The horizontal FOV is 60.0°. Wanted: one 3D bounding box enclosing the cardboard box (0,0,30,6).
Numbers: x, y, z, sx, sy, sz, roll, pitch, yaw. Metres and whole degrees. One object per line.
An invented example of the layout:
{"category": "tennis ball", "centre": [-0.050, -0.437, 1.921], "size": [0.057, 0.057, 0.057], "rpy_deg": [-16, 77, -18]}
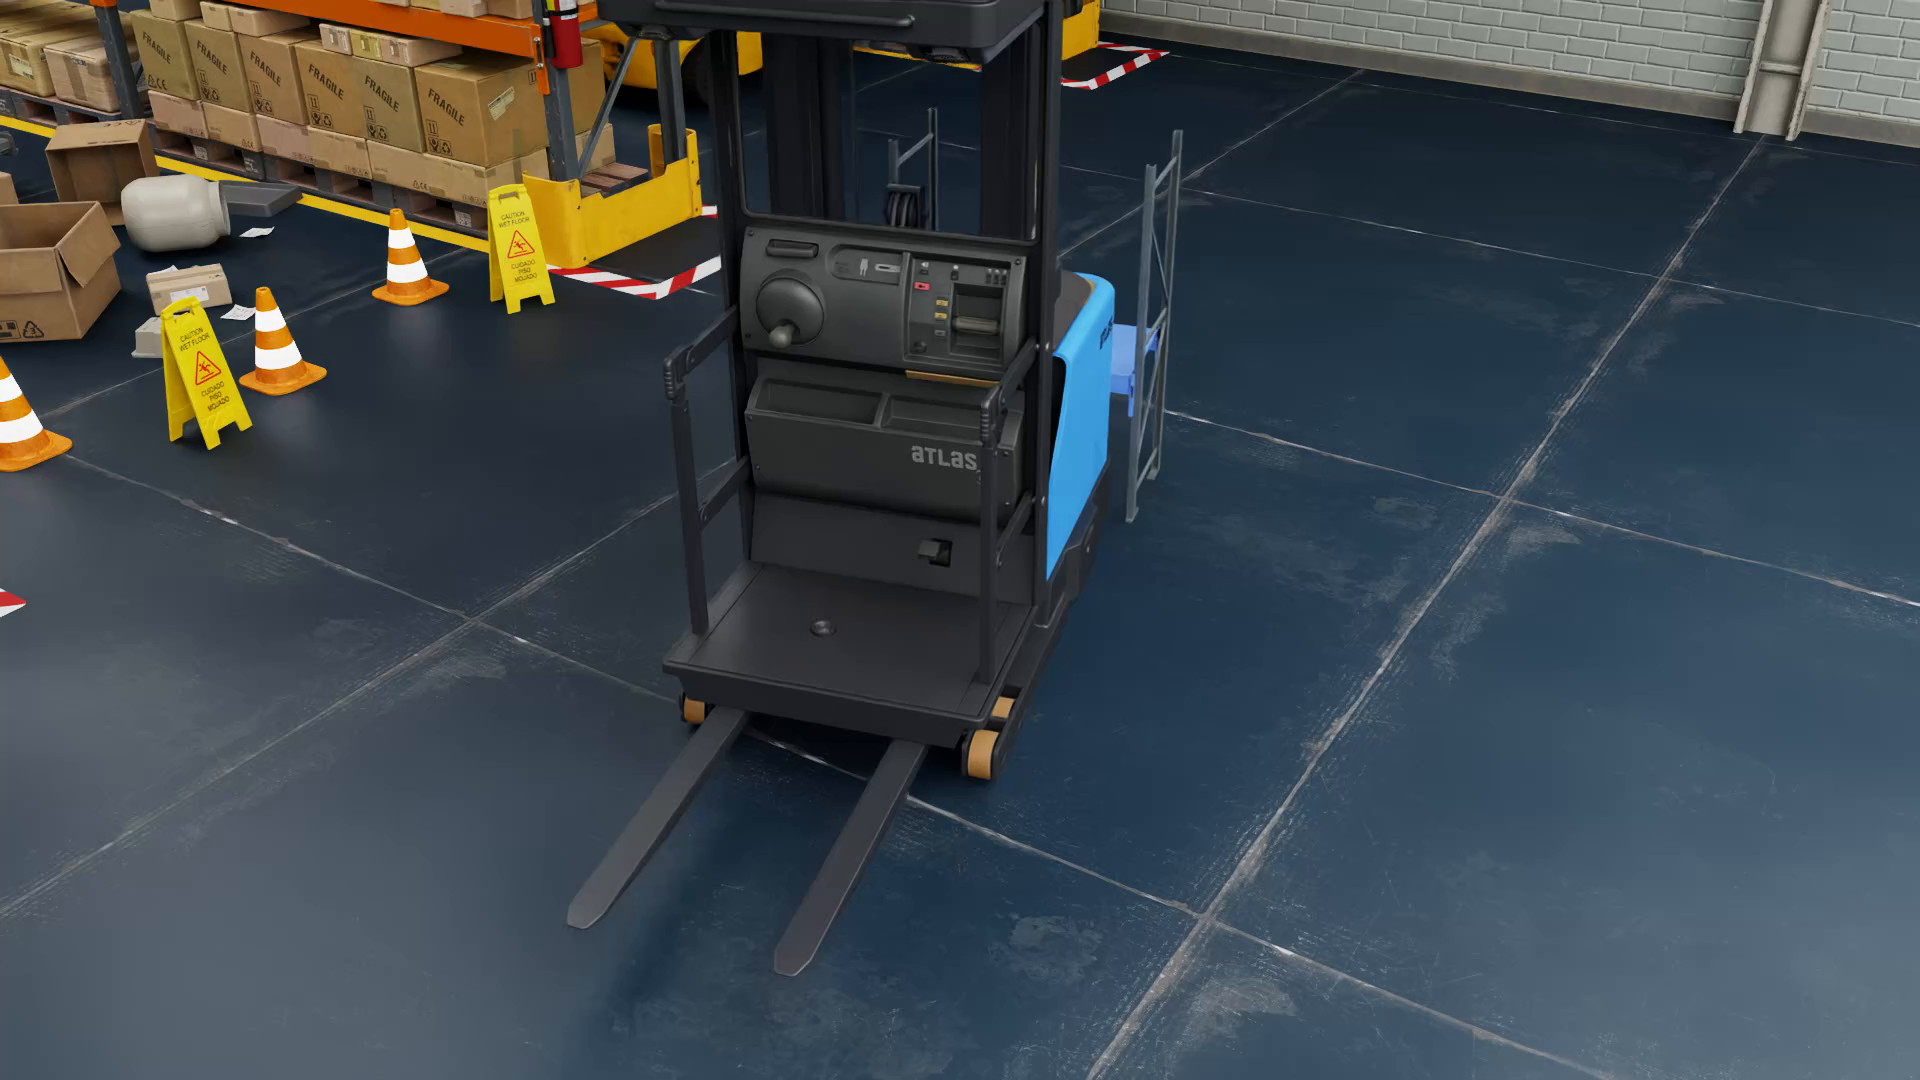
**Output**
{"category": "cardboard box", "centre": [-7.617, -3.923, 12.689], "size": [0.625, 0.372, 0.950], "rpy_deg": [17, 34, 26]}

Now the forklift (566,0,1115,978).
{"category": "forklift", "centre": [-0.311, -0.710, 5.058], "size": [1.130, 2.935, 3.031], "rpy_deg": [9, 31, 15]}

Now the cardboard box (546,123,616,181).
{"category": "cardboard box", "centre": [-2.480, -2.412, 10.219], "size": [0.500, 0.250, 0.500], "rpy_deg": [17, 34, 27]}

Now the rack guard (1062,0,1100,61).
{"category": "rack guard", "centre": [0.712, -4.117, 13.311], "size": [0.348, 0.500, 1.175], "rpy_deg": [18, 35, 27]}

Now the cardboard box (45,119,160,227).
{"category": "cardboard box", "centre": [-5.148, -2.209, 10.038], "size": [0.500, 0.500, 0.500], "rpy_deg": [-9, 32, -15]}

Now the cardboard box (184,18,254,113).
{"category": "cardboard box", "centre": [-4.516, -3.061, 10.588], "size": [0.500, 0.500, 0.500], "rpy_deg": [19, 35, 29]}

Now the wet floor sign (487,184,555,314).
{"category": "wet floor sign", "centre": [-2.352, -1.559, 8.782], "size": [0.267, 0.644, 0.232], "rpy_deg": [-21, 36, -32]}

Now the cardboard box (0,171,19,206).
{"category": "cardboard box", "centre": [-5.574, -1.701, 9.032], "size": [0.503, 0.637, 0.797], "rpy_deg": [18, 35, 27]}

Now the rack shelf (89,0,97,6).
{"category": "rack shelf", "centre": [-7.026, -4.380, 11.996], "size": [4.000, 0.370, 1.077], "rpy_deg": [18, 35, 27]}

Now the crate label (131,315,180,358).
{"category": "crate label", "centre": [-3.995, -1.031, 8.382], "size": [0.298, 0.136, 0.250], "rpy_deg": [1, 30, 2]}

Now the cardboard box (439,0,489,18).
{"category": "cardboard box", "centre": [-2.648, -3.005, 9.173], "size": [0.250, 0.149, 0.380], "rpy_deg": [17, 34, 27]}

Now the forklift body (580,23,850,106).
{"category": "forklift body", "centre": [-1.884, -4.566, 12.442], "size": [1.214, 2.155, 2.313], "rpy_deg": [18, 35, 27]}

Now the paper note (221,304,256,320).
{"category": "paper note", "centre": [-3.803, -1.205, 8.785], "size": [0.142, 0.019, 0.148], "rpy_deg": [6, 31, 10]}

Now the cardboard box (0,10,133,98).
{"category": "cardboard box", "centre": [-6.388, -3.532, 12.019], "size": [0.625, 0.372, 0.950], "rpy_deg": [20, 36, 30]}

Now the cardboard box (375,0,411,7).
{"category": "cardboard box", "centre": [-3.088, -3.139, 9.402], "size": [0.250, 0.149, 0.380], "rpy_deg": [18, 35, 28]}

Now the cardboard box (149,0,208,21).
{"category": "cardboard box", "centre": [-4.902, -3.421, 10.561], "size": [0.250, 0.149, 0.380], "rpy_deg": [18, 35, 28]}

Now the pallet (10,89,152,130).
{"category": "pallet", "centre": [-5.992, -3.159, 11.955], "size": [1.213, 0.211, 1.003], "rpy_deg": [18, 35, 27]}

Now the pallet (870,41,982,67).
{"category": "pallet", "centre": [0.022, -4.186, 13.715], "size": [1.213, 0.211, 1.003], "rpy_deg": [18, 35, 27]}

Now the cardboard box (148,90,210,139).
{"category": "cardboard box", "centre": [-4.975, -2.876, 11.015], "size": [0.500, 0.250, 0.500], "rpy_deg": [16, 34, 25]}

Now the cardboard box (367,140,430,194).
{"category": "cardboard box", "centre": [-3.206, -2.321, 10.064], "size": [0.500, 0.250, 0.500], "rpy_deg": [18, 35, 28]}

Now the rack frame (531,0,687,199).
{"category": "rack frame", "centre": [-1.944, -3.084, 9.059], "size": [0.127, 3.000, 1.000], "rpy_deg": [18, 35, 27]}

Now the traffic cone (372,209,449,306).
{"category": "traffic cone", "centre": [-2.994, -1.553, 8.952], "size": [0.334, 0.463, 0.336], "rpy_deg": [18, 35, 27]}

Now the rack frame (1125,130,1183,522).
{"category": "rack frame", "centre": [0.781, -0.846, 6.711], "size": [0.032, 1.500, 0.500], "rpy_deg": [10, 32, 16]}

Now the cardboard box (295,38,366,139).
{"category": "cardboard box", "centre": [-3.628, -2.781, 10.109], "size": [0.500, 0.500, 0.500], "rpy_deg": [17, 34, 26]}

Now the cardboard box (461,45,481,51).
{"category": "cardboard box", "centre": [-2.946, -2.880, 10.277], "size": [0.500, 0.500, 0.500], "rpy_deg": [16, 34, 26]}

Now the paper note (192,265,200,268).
{"category": "paper note", "centre": [-4.277, -1.531, 9.364], "size": [0.123, 0.001, 0.032], "rpy_deg": [18, 35, 27]}

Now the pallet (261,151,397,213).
{"category": "pallet", "centre": [-3.707, -2.460, 10.757], "size": [1.213, 0.211, 1.003], "rpy_deg": [18, 35, 27]}

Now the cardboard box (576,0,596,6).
{"category": "cardboard box", "centre": [-2.121, -3.155, 9.430], "size": [0.250, 0.149, 0.380], "rpy_deg": [18, 35, 28]}

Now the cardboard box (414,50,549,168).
{"category": "cardboard box", "centre": [-2.761, -2.505, 9.634], "size": [0.500, 0.500, 0.500], "rpy_deg": [18, 35, 28]}

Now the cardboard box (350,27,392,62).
{"category": "cardboard box", "centre": [-3.319, -2.923, 9.708], "size": [0.250, 0.149, 0.380], "rpy_deg": [18, 35, 28]}

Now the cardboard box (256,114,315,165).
{"category": "cardboard box", "centre": [-4.067, -2.597, 10.536], "size": [0.500, 0.250, 0.500], "rpy_deg": [17, 34, 27]}

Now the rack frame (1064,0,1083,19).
{"category": "rack frame", "centre": [0.692, -5.203, 12.692], "size": [0.127, 3.000, 1.000], "rpy_deg": [18, 35, 27]}

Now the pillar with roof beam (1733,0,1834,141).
{"category": "pillar with roof beam", "centre": [3.375, -4.921, 6.255], "size": [0.400, 9.000, 9.100], "rpy_deg": [18, 35, 27]}

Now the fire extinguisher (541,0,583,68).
{"category": "fire extinguisher", "centre": [-2.092, -2.823, 8.689], "size": [0.183, 0.674, 0.296], "rpy_deg": [18, 35, 27]}

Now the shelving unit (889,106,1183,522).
{"category": "shelving unit", "centre": [0.300, -0.929, 6.854], "size": [1.048, 1.500, 0.538], "rpy_deg": [10, 32, 16]}

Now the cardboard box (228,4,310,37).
{"category": "cardboard box", "centre": [-4.236, -3.213, 10.205], "size": [0.250, 0.149, 0.380], "rpy_deg": [20, 36, 30]}
